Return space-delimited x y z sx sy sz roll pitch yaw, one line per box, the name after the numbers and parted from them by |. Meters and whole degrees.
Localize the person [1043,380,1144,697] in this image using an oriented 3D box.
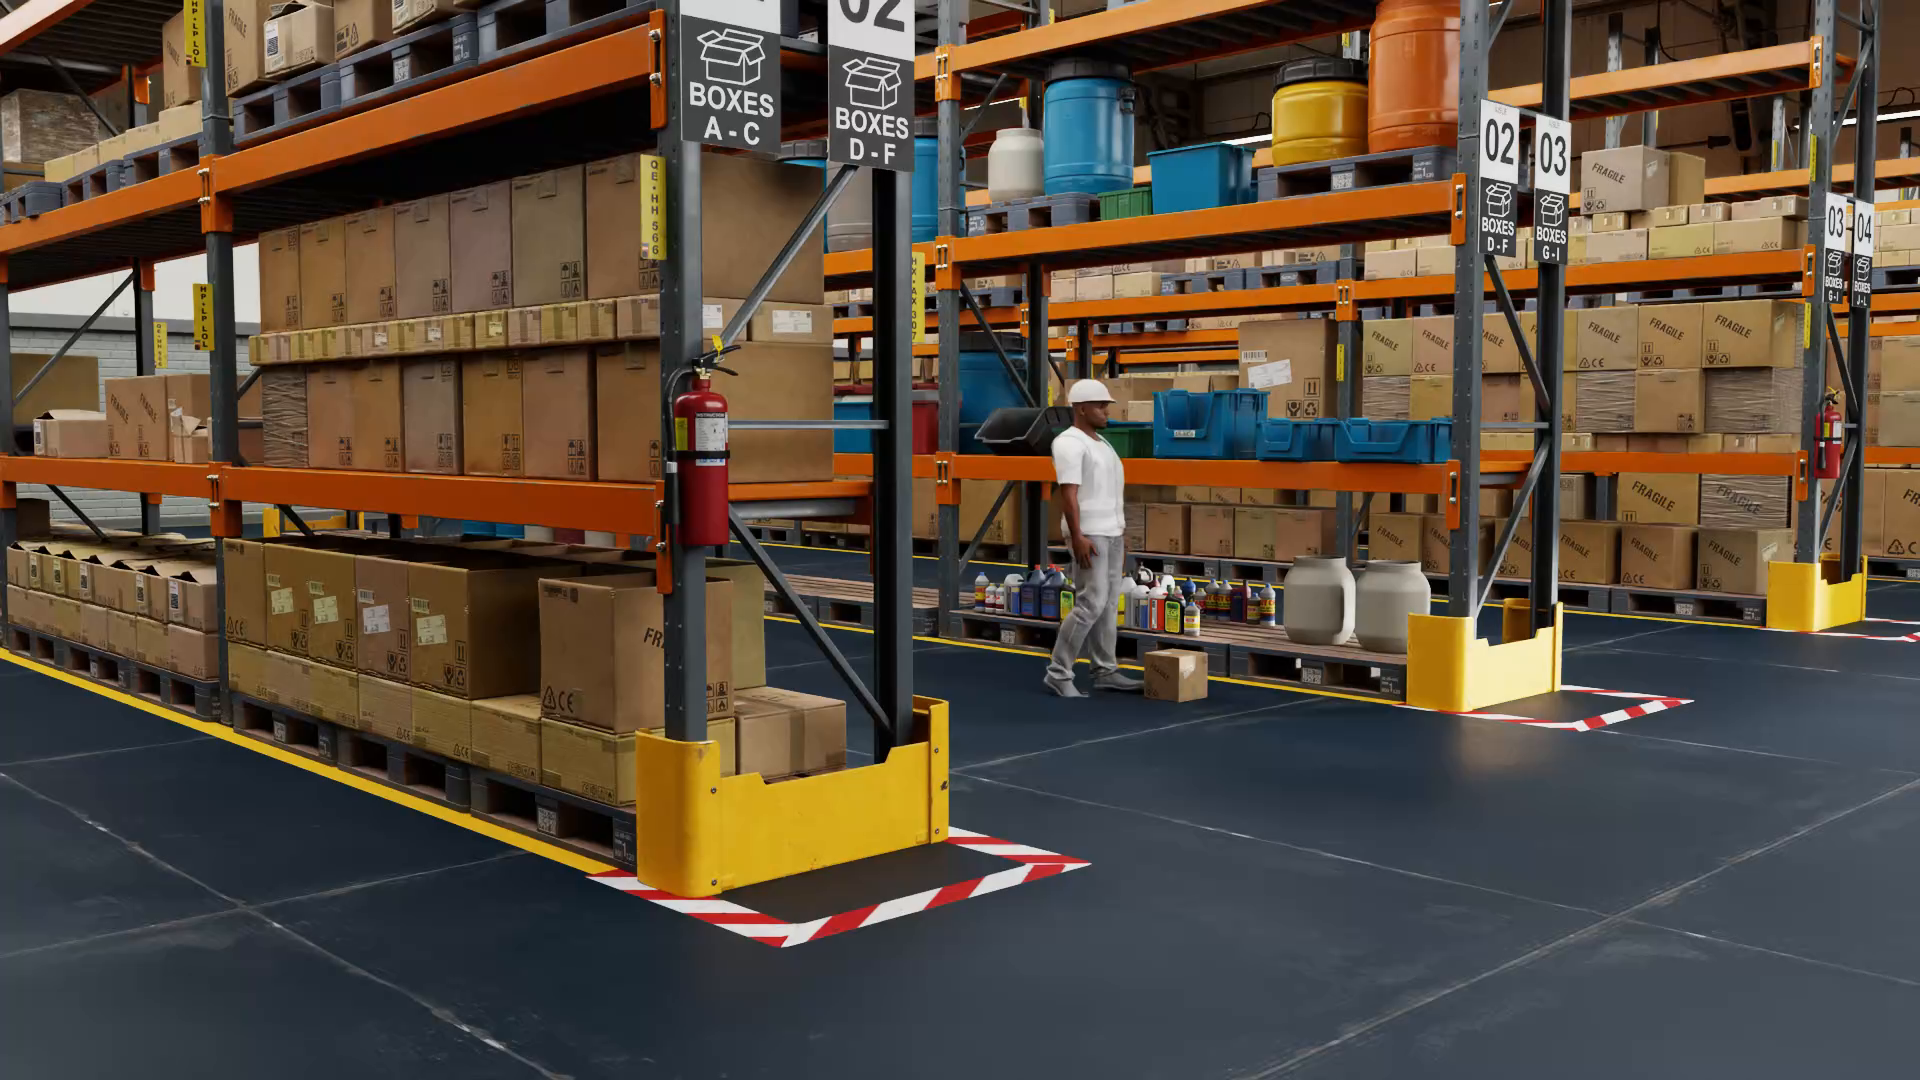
0.789 0.000 9.411 0.493 1.810 0.588 2 4 27 | person
